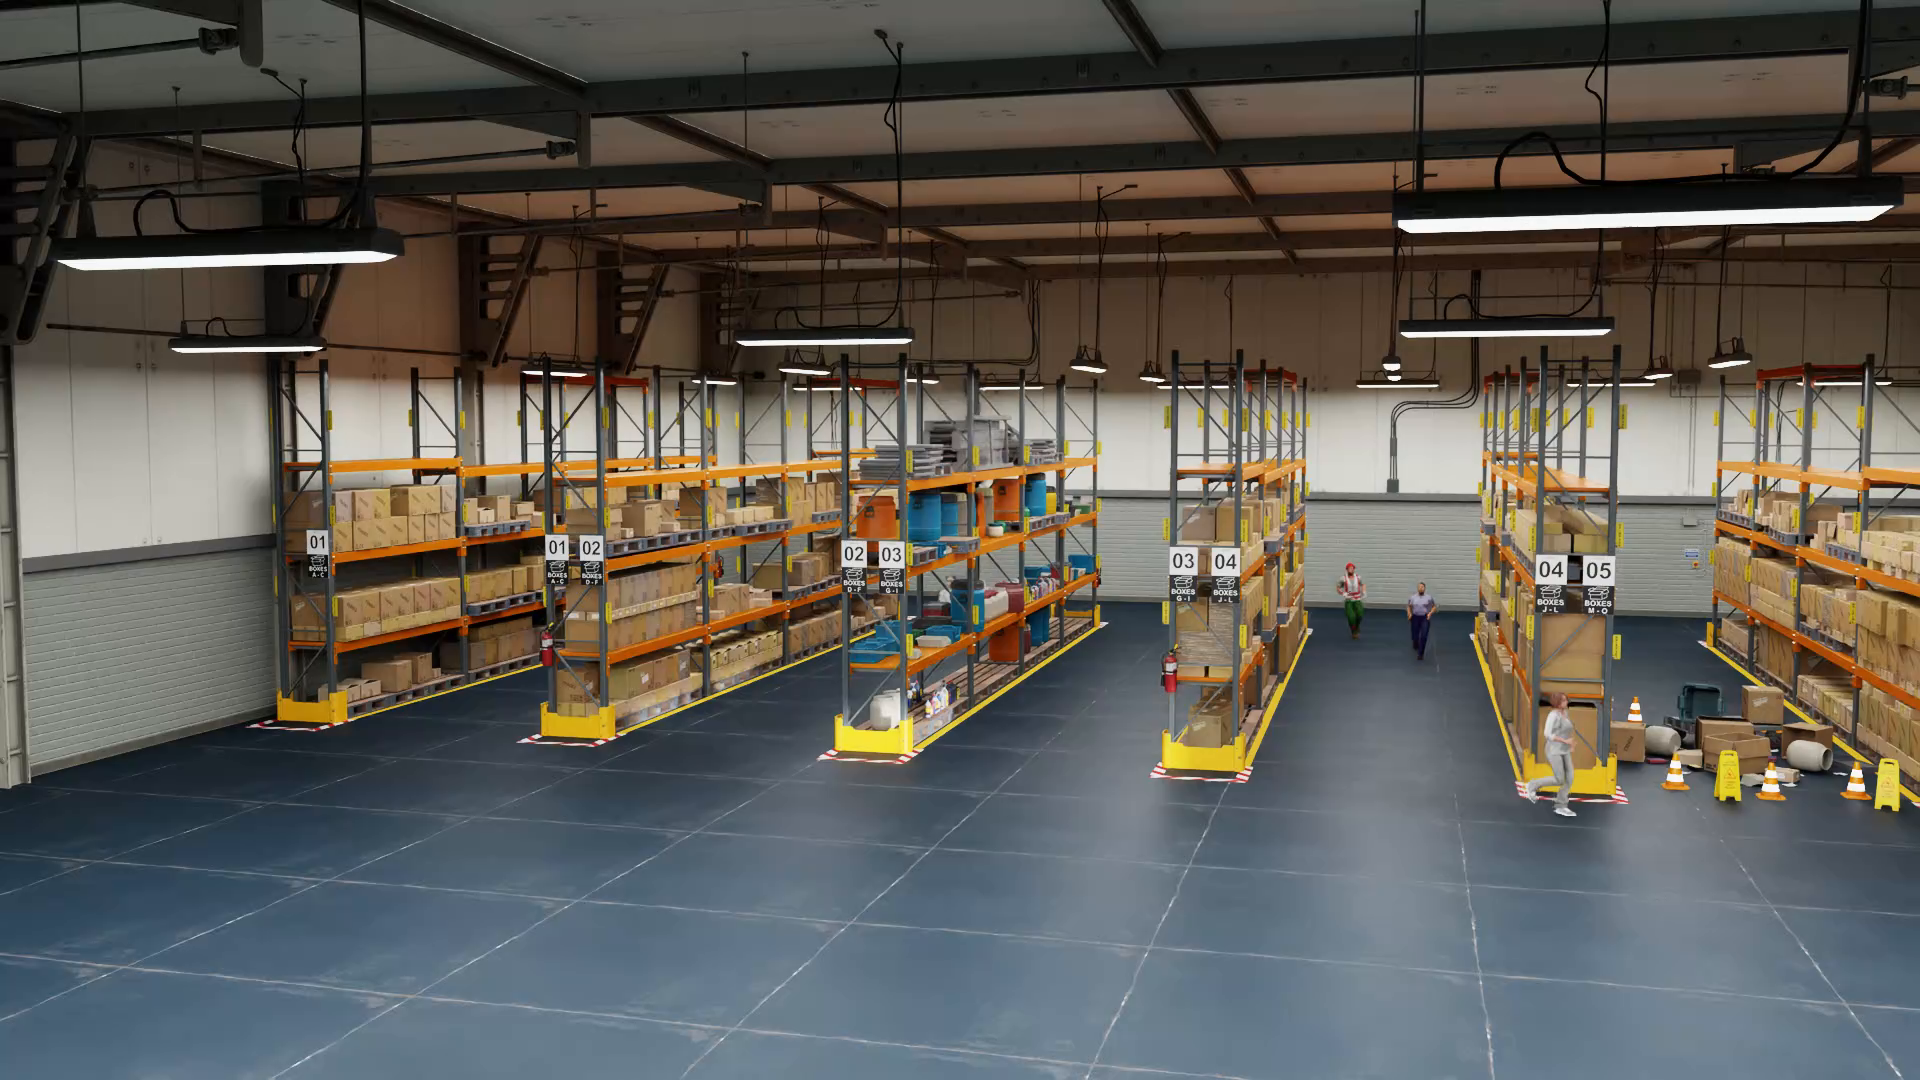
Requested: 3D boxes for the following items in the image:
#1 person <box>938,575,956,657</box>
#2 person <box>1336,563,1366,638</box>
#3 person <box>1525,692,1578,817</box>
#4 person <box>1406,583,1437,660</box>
[{"bbox_3d":[-0.184,1.609,35.563,0.594,1.753,0.753,1,4,16],"label":"person"},{"bbox_3d":[8.985,1.391,38.163,0.689,1.736,0.547,0,4,0],"label":"person"},{"bbox_3d":[7.558,2.701,21.145,0.675,1.564,0.549,4,6,44],"label":"person"},{"bbox_3d":[9.716,1.703,35.037,0.614,1.599,0.555,1,4,18],"label":"person"}]
